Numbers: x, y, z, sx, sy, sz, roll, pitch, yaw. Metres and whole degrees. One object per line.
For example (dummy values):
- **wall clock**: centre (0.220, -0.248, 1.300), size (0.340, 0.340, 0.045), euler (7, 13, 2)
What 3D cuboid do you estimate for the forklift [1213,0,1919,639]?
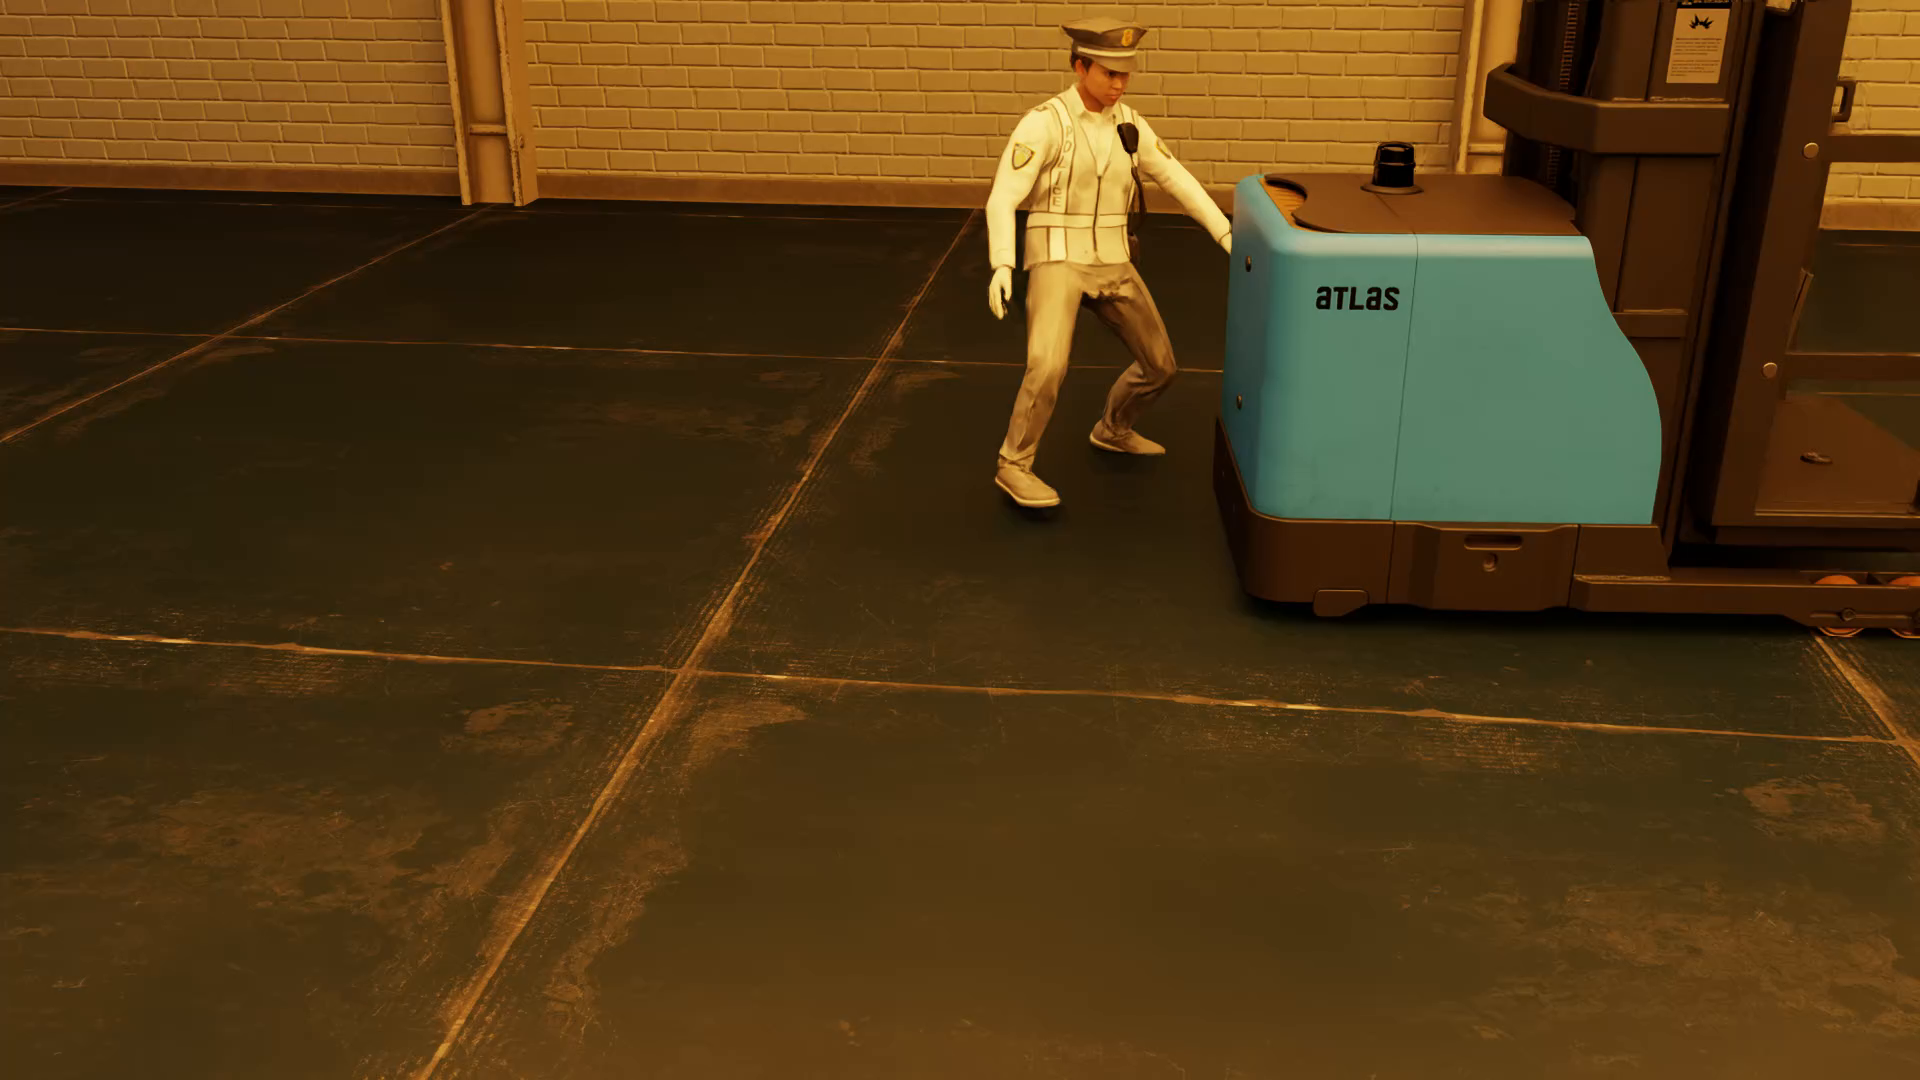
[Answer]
- **forklift**: centre (2.322, -1.295, 4.469), size (3.031, 2.935, 1.130), euler (1, 22, 2)

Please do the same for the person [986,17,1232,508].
- **person**: centre (0.459, -0.892, 5.407), size (0.881, 1.544, 0.683), euler (-9, 24, -22)
